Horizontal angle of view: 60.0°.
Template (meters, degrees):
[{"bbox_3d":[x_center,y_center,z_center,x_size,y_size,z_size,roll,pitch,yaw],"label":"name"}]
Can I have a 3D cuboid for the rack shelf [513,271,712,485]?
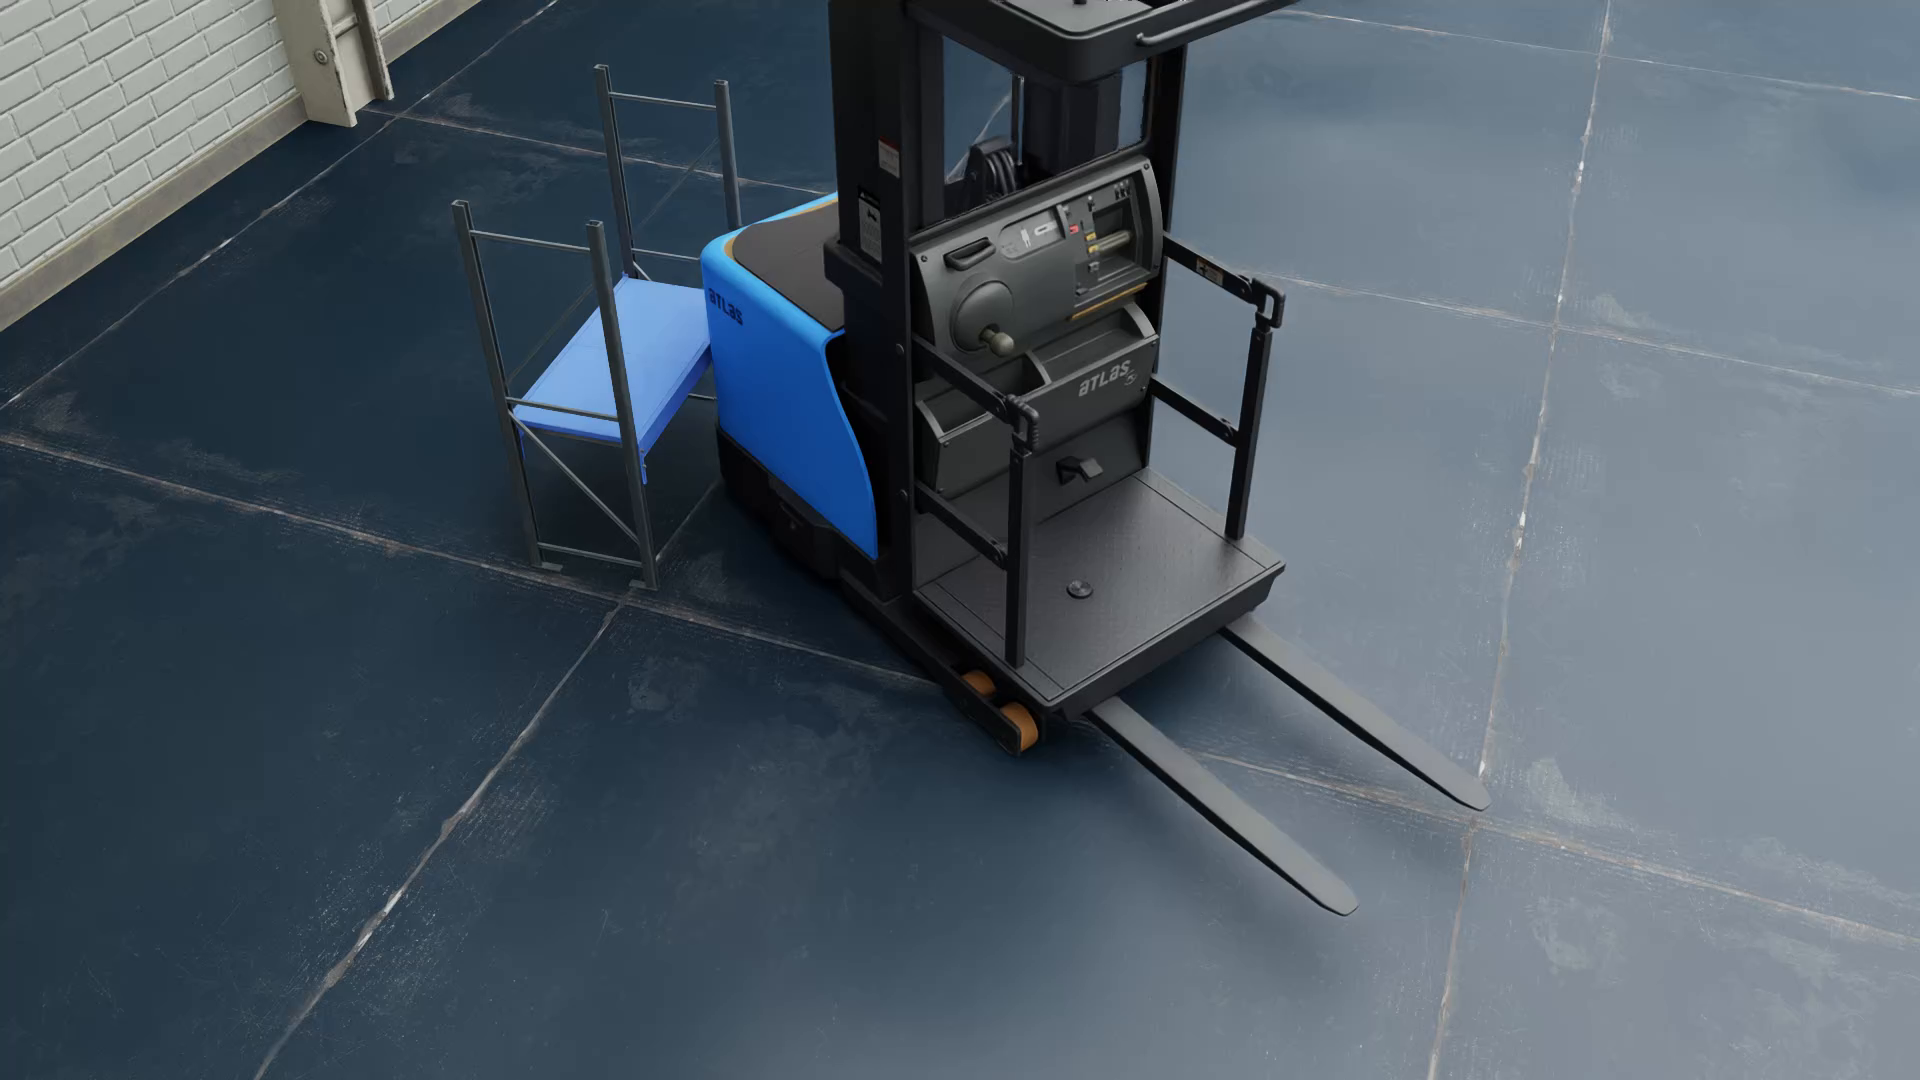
[{"bbox_3d":[-1.196,-0.617,6.094,0.538,0.185,1.000,10,42,12],"label":"rack shelf"}]

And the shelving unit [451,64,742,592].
[{"bbox_3d":[-1.196,-0.754,5.978,0.538,1.500,1.048,10,42,12],"label":"shelving unit"}]

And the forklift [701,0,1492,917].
[{"bbox_3d":[0.390,-0.789,4.917,1.130,2.935,3.031,-28,48,-29],"label":"forklift"}]

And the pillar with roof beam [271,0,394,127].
[{"bbox_3d":[0.743,-4.810,4.954,9.100,9.000,0.400,13,42,15],"label":"pillar with roof beam"}]

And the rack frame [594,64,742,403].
[{"bbox_3d":[-1.056,-1.071,6.350,0.500,1.500,0.032,10,42,12],"label":"rack frame"}]

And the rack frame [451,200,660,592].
[{"bbox_3d":[-1.335,-0.436,5.606,0.500,1.500,0.032,10,42,12],"label":"rack frame"}]
